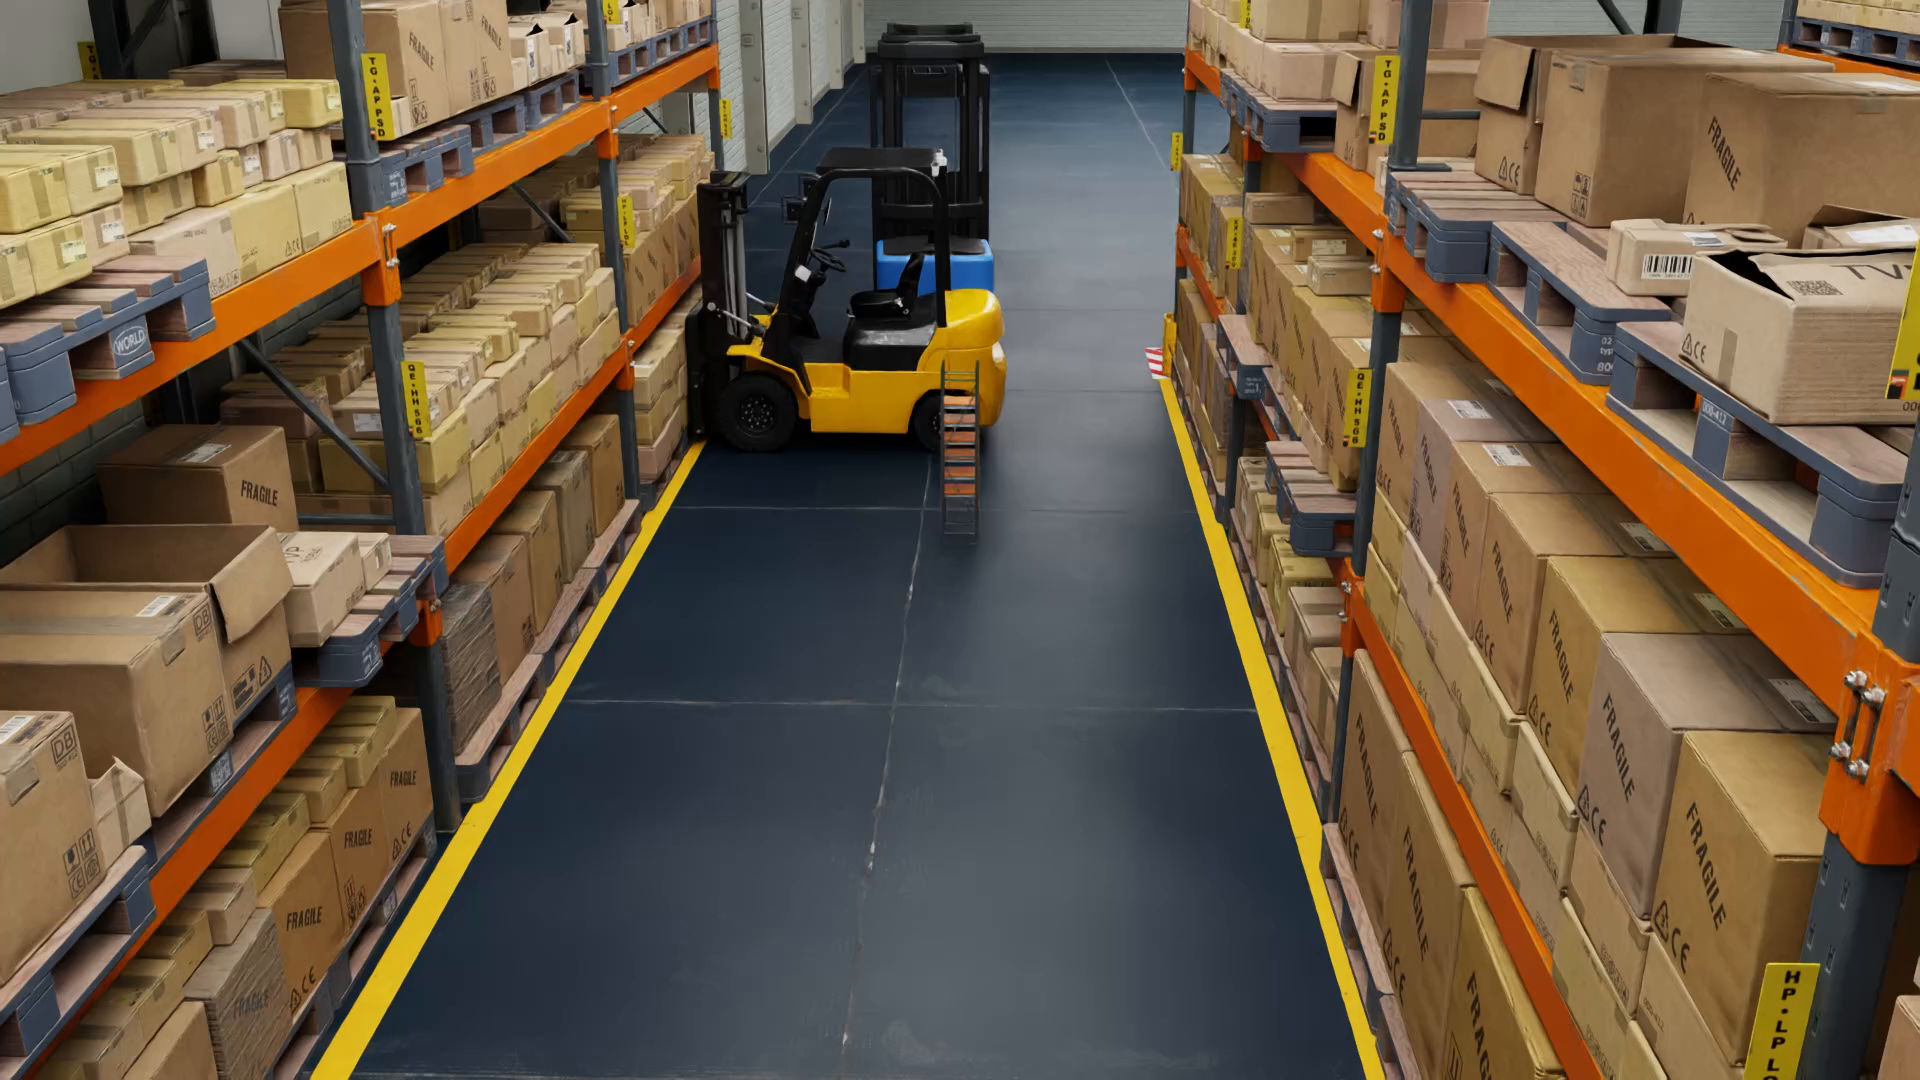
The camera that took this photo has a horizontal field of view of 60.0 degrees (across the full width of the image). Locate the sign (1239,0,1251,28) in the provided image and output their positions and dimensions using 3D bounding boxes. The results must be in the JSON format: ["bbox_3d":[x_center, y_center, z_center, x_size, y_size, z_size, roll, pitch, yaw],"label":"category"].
[{"bbox_3d":[1.742,-3.118,10.056,0.100,0.325,0.005,1,21,2],"label":"sign"}]

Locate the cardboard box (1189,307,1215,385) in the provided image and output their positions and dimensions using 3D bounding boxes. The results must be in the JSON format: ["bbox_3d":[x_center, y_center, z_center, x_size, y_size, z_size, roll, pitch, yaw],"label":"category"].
[{"bbox_3d":[2.070,-1.517,12.977,0.500,0.500,0.500,1,21,3],"label":"cardboard box"}]

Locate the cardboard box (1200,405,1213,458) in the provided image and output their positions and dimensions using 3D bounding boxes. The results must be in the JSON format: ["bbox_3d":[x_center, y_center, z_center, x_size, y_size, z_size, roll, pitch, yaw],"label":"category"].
[{"bbox_3d":[2.040,-0.798,12.161,0.500,0.250,0.500,0,21,0],"label":"cardboard box"}]

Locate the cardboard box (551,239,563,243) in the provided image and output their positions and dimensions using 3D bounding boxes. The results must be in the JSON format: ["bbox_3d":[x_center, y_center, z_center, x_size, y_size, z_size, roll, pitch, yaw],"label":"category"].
[{"bbox_3d":[-2.934,-1.741,11.230,0.500,0.500,0.500,1,21,1],"label":"cardboard box"}]

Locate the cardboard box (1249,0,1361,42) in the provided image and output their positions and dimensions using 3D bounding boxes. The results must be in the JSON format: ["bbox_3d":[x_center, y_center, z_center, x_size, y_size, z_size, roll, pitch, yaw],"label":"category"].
[{"bbox_3d":[1.861,-2.845,9.005,0.500,0.250,0.500,0,21,0],"label":"cardboard box"}]

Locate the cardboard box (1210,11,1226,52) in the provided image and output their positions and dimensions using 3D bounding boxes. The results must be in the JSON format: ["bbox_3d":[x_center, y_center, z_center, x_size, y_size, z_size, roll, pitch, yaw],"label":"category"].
[{"bbox_3d":[2.073,-3.656,11.954,0.500,0.250,0.500,1,21,3],"label":"cardboard box"}]

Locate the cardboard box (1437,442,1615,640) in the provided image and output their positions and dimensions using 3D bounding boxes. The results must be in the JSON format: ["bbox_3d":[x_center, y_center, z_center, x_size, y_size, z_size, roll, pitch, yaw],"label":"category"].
[{"bbox_3d":[1.867,0.000,5.361,0.500,0.500,0.500,1,21,3],"label":"cardboard box"}]

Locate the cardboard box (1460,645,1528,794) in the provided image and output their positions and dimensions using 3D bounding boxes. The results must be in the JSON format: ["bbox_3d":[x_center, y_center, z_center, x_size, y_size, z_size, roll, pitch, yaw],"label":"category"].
[{"bbox_3d":[1.828,0.539,5.010,0.500,0.250,0.500,1,21,3],"label":"cardboard box"}]

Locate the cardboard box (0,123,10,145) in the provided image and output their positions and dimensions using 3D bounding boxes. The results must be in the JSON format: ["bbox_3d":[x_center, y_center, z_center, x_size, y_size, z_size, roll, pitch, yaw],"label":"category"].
[{"bbox_3d":[-3.065,-1.146,4.935,0.380,0.149,0.250,1,21,1],"label":"cardboard box"}]

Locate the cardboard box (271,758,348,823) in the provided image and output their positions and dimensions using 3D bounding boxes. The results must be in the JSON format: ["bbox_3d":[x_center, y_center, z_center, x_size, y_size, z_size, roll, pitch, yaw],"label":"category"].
[{"bbox_3d":[-2.590,0.960,6.386,0.380,0.149,0.250,0,21,0],"label":"cardboard box"}]

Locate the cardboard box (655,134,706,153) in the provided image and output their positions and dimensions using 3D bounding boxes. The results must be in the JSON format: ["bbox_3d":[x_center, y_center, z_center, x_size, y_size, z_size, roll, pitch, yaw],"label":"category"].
[{"bbox_3d":[-2.356,-3.331,14.020,0.380,0.149,0.250,1,21,2],"label":"cardboard box"}]

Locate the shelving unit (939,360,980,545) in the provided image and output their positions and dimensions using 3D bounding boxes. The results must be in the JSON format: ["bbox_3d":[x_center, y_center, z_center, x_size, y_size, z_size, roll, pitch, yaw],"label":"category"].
[{"bbox_3d":[0.000,-0.565,10.825,0.258,1.200,0.189,1,21,2],"label":"shelving unit"}]

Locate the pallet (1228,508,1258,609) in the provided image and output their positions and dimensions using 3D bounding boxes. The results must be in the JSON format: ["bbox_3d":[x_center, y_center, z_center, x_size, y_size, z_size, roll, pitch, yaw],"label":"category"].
[{"bbox_3d":[2.262,0.106,10.463,1.003,0.211,1.213,1,21,2],"label":"pallet"}]

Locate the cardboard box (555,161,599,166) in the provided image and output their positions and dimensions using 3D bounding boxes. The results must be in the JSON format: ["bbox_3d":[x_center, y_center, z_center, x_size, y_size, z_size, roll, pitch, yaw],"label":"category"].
[{"bbox_3d":[-2.855,-2.784,12.612,0.380,0.149,0.250,1,21,2],"label":"cardboard box"}]

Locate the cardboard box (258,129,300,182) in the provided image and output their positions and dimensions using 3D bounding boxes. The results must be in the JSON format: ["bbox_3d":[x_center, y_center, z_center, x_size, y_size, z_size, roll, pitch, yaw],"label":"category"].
[{"bbox_3d":[-2.596,-1.372,5.928,0.380,0.149,0.250,0,21,0],"label":"cardboard box"}]

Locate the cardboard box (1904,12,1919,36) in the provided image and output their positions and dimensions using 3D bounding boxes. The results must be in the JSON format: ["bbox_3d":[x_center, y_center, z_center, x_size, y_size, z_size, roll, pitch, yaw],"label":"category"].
[{"bbox_3d":[6.972,-3.668,11.818,0.380,0.149,0.250,1,21,1],"label":"cardboard box"}]

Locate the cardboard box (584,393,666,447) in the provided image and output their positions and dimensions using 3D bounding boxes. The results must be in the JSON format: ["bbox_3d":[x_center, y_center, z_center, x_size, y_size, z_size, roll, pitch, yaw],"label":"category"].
[{"bbox_3d":[-2.354,-0.847,11.595,0.500,0.250,0.500,1,21,1],"label":"cardboard box"}]

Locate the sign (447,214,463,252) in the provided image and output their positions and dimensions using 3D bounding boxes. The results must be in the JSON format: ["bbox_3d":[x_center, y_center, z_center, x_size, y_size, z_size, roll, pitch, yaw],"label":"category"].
[{"bbox_3d":[-3.232,-1.975,10.665,0.100,0.325,0.005,1,21,2],"label":"sign"}]

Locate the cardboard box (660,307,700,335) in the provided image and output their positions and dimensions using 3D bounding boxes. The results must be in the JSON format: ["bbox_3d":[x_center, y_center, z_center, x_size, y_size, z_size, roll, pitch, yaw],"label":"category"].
[{"bbox_3d":[-2.296,-1.635,12.933,0.500,0.250,0.500,0,21,1],"label":"cardboard box"}]

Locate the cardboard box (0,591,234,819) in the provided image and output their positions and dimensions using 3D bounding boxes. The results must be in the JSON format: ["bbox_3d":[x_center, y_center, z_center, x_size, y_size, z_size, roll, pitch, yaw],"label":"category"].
[{"bbox_3d":[-2.642,0.478,4.931,0.700,0.500,0.500,1,21,1],"label":"cardboard box"}]

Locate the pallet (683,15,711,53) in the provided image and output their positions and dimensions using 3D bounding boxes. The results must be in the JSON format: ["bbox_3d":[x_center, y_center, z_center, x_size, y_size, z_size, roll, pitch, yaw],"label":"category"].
[{"bbox_3d":[-2.603,-4.077,13.364,1.003,0.211,1.213,1,21,2],"label":"pallet"}]

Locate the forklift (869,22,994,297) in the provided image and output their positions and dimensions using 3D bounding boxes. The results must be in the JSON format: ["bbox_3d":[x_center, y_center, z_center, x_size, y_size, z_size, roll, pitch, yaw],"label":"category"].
[{"bbox_3d":[-0.289,-3.352,15.615,1.130,2.935,3.031,-1,21,-3],"label":"forklift"}]

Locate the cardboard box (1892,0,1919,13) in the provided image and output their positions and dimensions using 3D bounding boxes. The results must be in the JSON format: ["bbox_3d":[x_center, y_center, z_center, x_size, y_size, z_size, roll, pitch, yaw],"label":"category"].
[{"bbox_3d":[7.041,-3.894,11.849,0.500,0.250,0.500,1,21,1],"label":"cardboard box"}]

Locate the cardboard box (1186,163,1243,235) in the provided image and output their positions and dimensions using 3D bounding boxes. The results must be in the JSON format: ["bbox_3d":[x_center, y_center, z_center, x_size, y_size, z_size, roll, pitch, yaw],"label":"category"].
[{"bbox_3d":[2.102,-2.751,13.424,0.500,0.500,0.500,1,21,3],"label":"cardboard box"}]

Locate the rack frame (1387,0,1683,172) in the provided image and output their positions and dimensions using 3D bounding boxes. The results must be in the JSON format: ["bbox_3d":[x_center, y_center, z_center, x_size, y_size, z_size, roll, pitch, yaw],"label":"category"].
[{"bbox_3d":[2.163,-2.826,5.872,1.000,3.000,0.127,1,21,2],"label":"rack frame"}]

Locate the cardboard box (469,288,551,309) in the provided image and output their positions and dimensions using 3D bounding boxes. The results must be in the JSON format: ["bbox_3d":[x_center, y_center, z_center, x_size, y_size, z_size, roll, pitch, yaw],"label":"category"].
[{"bbox_3d":[-2.475,-1.289,9.170,0.380,0.149,0.250,1,21,2],"label":"cardboard box"}]

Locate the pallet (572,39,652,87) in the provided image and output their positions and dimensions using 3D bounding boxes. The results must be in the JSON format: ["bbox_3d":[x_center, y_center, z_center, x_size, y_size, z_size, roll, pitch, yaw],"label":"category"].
[{"bbox_3d":[-2.677,-3.194,11.091,1.003,0.211,1.213,1,21,2],"label":"pallet"}]

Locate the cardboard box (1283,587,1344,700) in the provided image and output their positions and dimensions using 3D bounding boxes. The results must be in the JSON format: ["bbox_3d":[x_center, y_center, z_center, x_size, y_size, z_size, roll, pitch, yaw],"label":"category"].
[{"bbox_3d":[2.204,0.529,8.570,0.950,0.372,0.625,0,21,1],"label":"cardboard box"}]

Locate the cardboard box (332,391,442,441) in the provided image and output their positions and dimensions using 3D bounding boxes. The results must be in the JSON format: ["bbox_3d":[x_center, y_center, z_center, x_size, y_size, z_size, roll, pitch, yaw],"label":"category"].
[{"bbox_3d":[-2.495,-0.543,7.247,0.380,0.149,0.250,1,21,3],"label":"cardboard box"}]

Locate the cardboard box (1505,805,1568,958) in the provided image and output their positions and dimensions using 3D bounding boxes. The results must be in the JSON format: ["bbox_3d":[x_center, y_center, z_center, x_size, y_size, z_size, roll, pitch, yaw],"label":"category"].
[{"bbox_3d":[1.854,0.956,4.626,0.500,0.250,0.500,0,21,0],"label":"cardboard box"}]

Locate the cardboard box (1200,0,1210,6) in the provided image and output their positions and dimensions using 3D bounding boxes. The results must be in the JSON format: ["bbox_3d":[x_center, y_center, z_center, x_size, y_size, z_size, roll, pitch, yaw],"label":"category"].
[{"bbox_3d":[2.048,-4.177,12.747,0.380,0.149,0.250,1,21,1],"label":"cardboard box"}]

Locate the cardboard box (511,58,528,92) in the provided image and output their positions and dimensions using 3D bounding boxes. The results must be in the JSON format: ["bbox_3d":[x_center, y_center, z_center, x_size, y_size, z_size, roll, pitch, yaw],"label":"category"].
[{"bbox_3d":[-2.430,-2.372,8.478,0.380,0.149,0.250,0,21,1],"label":"cardboard box"}]

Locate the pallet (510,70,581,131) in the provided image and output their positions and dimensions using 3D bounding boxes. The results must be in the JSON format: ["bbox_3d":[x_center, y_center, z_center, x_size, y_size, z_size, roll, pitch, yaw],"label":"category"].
[{"bbox_3d":[-2.691,-2.519,9.491,0.805,0.209,1.217,0,21,-1],"label":"pallet"}]

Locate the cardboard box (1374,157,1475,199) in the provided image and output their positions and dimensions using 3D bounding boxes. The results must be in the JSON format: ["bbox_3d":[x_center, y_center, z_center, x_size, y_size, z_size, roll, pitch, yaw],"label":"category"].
[{"bbox_3d":[1.962,-1.516,6.991,0.380,0.149,0.250,1,21,2],"label":"cardboard box"}]

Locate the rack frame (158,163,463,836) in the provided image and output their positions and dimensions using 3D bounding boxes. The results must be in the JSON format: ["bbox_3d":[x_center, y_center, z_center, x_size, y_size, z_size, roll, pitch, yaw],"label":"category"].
[{"bbox_3d":[-2.799,-0.082,7.094,1.000,3.000,0.127,1,21,2],"label":"rack frame"}]

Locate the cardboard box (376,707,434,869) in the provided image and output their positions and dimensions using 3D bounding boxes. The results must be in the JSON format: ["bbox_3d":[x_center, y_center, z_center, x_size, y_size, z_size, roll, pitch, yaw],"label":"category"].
[{"bbox_3d":[-2.597,1.043,7.070,0.500,0.500,0.500,1,21,3],"label":"cardboard box"}]

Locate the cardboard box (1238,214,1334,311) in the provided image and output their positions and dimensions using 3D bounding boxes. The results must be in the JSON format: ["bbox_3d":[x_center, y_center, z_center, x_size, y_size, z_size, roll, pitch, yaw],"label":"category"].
[{"bbox_3d":[1.984,-1.690,10.108,0.500,0.500,0.500,1,21,3],"label":"cardboard box"}]

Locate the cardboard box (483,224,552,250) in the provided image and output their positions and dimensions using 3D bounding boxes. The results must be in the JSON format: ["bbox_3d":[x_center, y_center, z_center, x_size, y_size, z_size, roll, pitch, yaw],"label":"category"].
[{"bbox_3d":[-2.924,-1.997,10.993,0.380,0.149,0.250,1,21,1],"label":"cardboard box"}]

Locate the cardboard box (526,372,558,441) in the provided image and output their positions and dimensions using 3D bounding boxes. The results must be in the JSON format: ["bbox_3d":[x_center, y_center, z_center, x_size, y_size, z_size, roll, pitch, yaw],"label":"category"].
[{"bbox_3d":[-2.494,-0.726,8.960,0.500,0.250,0.500,1,21,3],"label":"cardboard box"}]

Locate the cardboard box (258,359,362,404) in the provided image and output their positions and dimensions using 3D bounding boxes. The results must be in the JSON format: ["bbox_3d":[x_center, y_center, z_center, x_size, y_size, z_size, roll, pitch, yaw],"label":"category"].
[{"bbox_3d":[-3.026,-0.740,7.754,0.380,0.149,0.250,1,21,2],"label":"cardboard box"}]

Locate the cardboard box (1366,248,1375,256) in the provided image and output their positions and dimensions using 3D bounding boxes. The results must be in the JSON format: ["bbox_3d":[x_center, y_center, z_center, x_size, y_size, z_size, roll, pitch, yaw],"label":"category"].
[{"bbox_3d":[2.464,-1.321,9.157,0.500,0.500,0.500,1,21,3],"label":"cardboard box"}]

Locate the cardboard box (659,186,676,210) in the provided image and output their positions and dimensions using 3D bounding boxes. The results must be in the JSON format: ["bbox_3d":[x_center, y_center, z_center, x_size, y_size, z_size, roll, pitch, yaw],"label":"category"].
[{"bbox_3d":[-2.337,-2.549,12.416,0.380,0.149,0.250,0,21,1],"label":"cardboard box"}]

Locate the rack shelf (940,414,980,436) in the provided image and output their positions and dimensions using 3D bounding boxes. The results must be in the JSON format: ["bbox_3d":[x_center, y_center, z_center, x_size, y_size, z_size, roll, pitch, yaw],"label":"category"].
[{"bbox_3d":[0.000,-0.747,10.755,0.258,0.103,0.180,1,21,2],"label":"rack shelf"}]

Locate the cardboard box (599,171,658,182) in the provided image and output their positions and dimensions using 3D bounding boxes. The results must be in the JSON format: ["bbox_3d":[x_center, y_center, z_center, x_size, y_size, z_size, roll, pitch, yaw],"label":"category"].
[{"bbox_3d":[-2.411,-2.595,12.124,0.380,0.149,0.250,1,21,1],"label":"cardboard box"}]

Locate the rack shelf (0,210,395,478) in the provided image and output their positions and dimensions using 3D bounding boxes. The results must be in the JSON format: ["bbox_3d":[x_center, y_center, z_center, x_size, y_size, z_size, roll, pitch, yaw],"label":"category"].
[{"bbox_3d":[-2.860,-0.422,4.818,1.077,0.370,4.000,1,21,2],"label":"rack shelf"}]

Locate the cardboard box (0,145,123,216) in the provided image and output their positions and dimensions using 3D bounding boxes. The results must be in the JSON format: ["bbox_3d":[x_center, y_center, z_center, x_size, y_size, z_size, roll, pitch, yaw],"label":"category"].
[{"bbox_3d":[-2.485,-0.959,4.424,0.380,0.149,0.250,1,21,2],"label":"cardboard box"}]

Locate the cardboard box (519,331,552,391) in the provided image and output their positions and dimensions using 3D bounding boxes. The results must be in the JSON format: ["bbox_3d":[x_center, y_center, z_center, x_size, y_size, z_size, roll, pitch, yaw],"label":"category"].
[{"bbox_3d":[-2.500,-0.958,8.868,0.500,0.250,0.500,1,21,2],"label":"cardboard box"}]

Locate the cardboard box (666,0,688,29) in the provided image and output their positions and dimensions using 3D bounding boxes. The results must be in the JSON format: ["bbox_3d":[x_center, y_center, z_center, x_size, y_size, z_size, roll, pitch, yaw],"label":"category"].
[{"bbox_3d":[-2.456,-4.130,12.523,0.700,0.500,0.500,1,21,2],"label":"cardboard box"}]

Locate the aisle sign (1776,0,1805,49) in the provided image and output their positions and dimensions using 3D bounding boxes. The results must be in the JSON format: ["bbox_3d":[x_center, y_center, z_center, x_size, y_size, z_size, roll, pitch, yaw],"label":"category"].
[{"bbox_3d":[7.059,-4.144,13.970,0.394,0.787,0.004,1,21,2],"label":"aisle sign"}]

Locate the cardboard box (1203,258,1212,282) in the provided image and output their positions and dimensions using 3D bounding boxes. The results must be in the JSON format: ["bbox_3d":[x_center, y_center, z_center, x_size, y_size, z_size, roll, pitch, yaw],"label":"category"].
[{"bbox_3d":[2.027,-2.031,12.463,0.380,0.149,0.250,1,21,2],"label":"cardboard box"}]

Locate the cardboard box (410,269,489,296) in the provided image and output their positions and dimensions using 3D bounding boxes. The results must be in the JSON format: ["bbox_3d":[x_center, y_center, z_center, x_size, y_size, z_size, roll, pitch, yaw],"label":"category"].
[{"bbox_3d":[-2.958,-1.473,9.645,0.380,0.149,0.250,0,21,1],"label":"cardboard box"}]

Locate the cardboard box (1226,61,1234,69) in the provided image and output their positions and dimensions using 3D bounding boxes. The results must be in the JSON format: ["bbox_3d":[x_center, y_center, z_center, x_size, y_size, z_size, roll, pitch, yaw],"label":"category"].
[{"bbox_3d":[2.035,-3.246,11.448,0.380,0.149,0.250,1,21,3],"label":"cardboard box"}]

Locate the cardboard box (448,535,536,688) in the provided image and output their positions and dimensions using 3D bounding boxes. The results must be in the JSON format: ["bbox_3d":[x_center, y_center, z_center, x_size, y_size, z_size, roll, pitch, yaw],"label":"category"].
[{"bbox_3d":[-2.754,0.367,8.638,0.875,0.625,0.625,1,21,3],"label":"cardboard box"}]

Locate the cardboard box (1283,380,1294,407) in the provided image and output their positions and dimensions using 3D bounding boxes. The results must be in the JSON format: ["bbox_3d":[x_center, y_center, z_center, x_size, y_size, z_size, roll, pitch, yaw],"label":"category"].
[{"bbox_3d":[1.906,-0.790,8.685,0.380,0.149,0.250,0,21,0],"label":"cardboard box"}]

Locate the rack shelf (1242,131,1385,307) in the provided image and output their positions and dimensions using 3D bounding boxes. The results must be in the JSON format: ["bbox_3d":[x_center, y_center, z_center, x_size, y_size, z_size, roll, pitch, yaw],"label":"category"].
[{"bbox_3d":[2.224,-1.815,8.408,1.077,0.370,4.000,1,21,2],"label":"rack shelf"}]

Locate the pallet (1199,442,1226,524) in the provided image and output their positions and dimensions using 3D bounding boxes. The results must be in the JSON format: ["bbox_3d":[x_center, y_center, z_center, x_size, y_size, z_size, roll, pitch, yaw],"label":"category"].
[{"bbox_3d":[2.270,-0.418,11.816,1.003,0.211,1.213,1,21,2],"label":"pallet"}]
